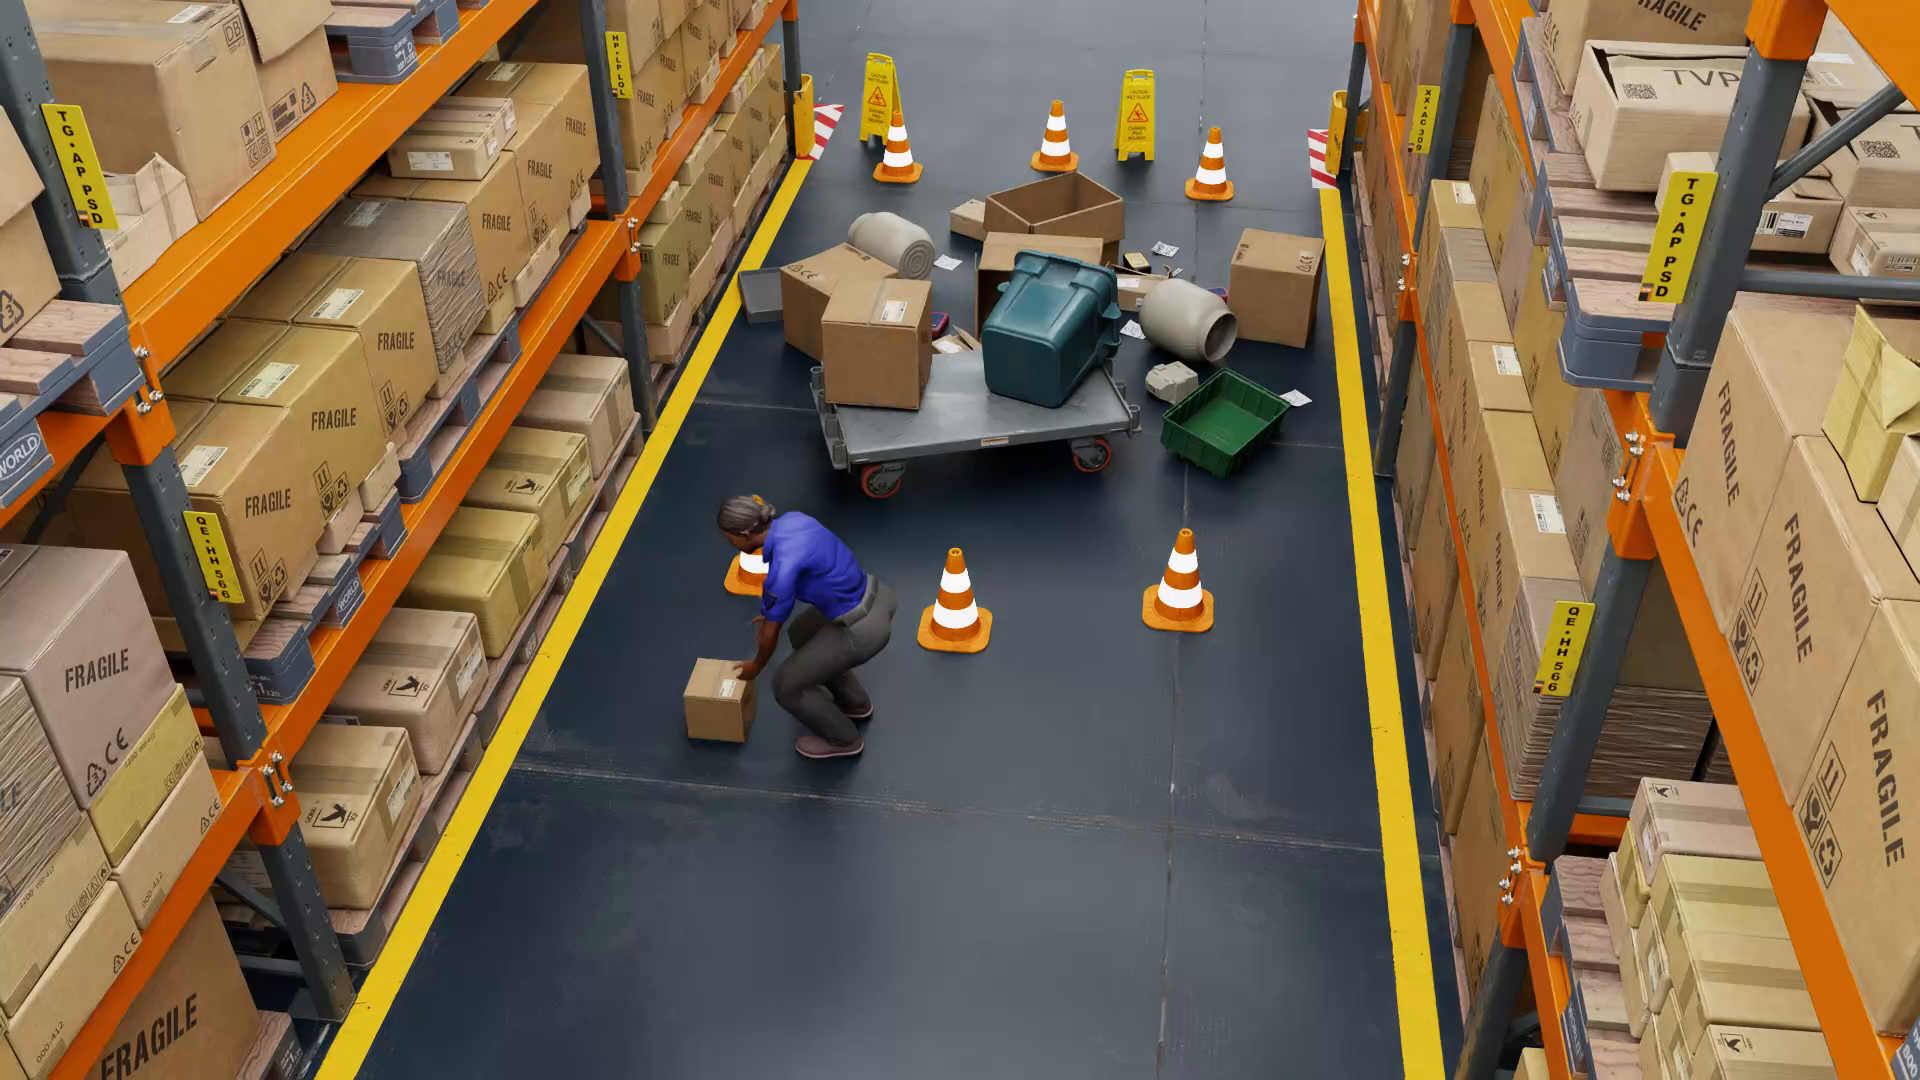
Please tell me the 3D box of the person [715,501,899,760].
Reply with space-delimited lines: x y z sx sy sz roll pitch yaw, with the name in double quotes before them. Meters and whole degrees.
"person" -0.622 0.368 6.919 0.710 1.219 0.500 4 37 6
